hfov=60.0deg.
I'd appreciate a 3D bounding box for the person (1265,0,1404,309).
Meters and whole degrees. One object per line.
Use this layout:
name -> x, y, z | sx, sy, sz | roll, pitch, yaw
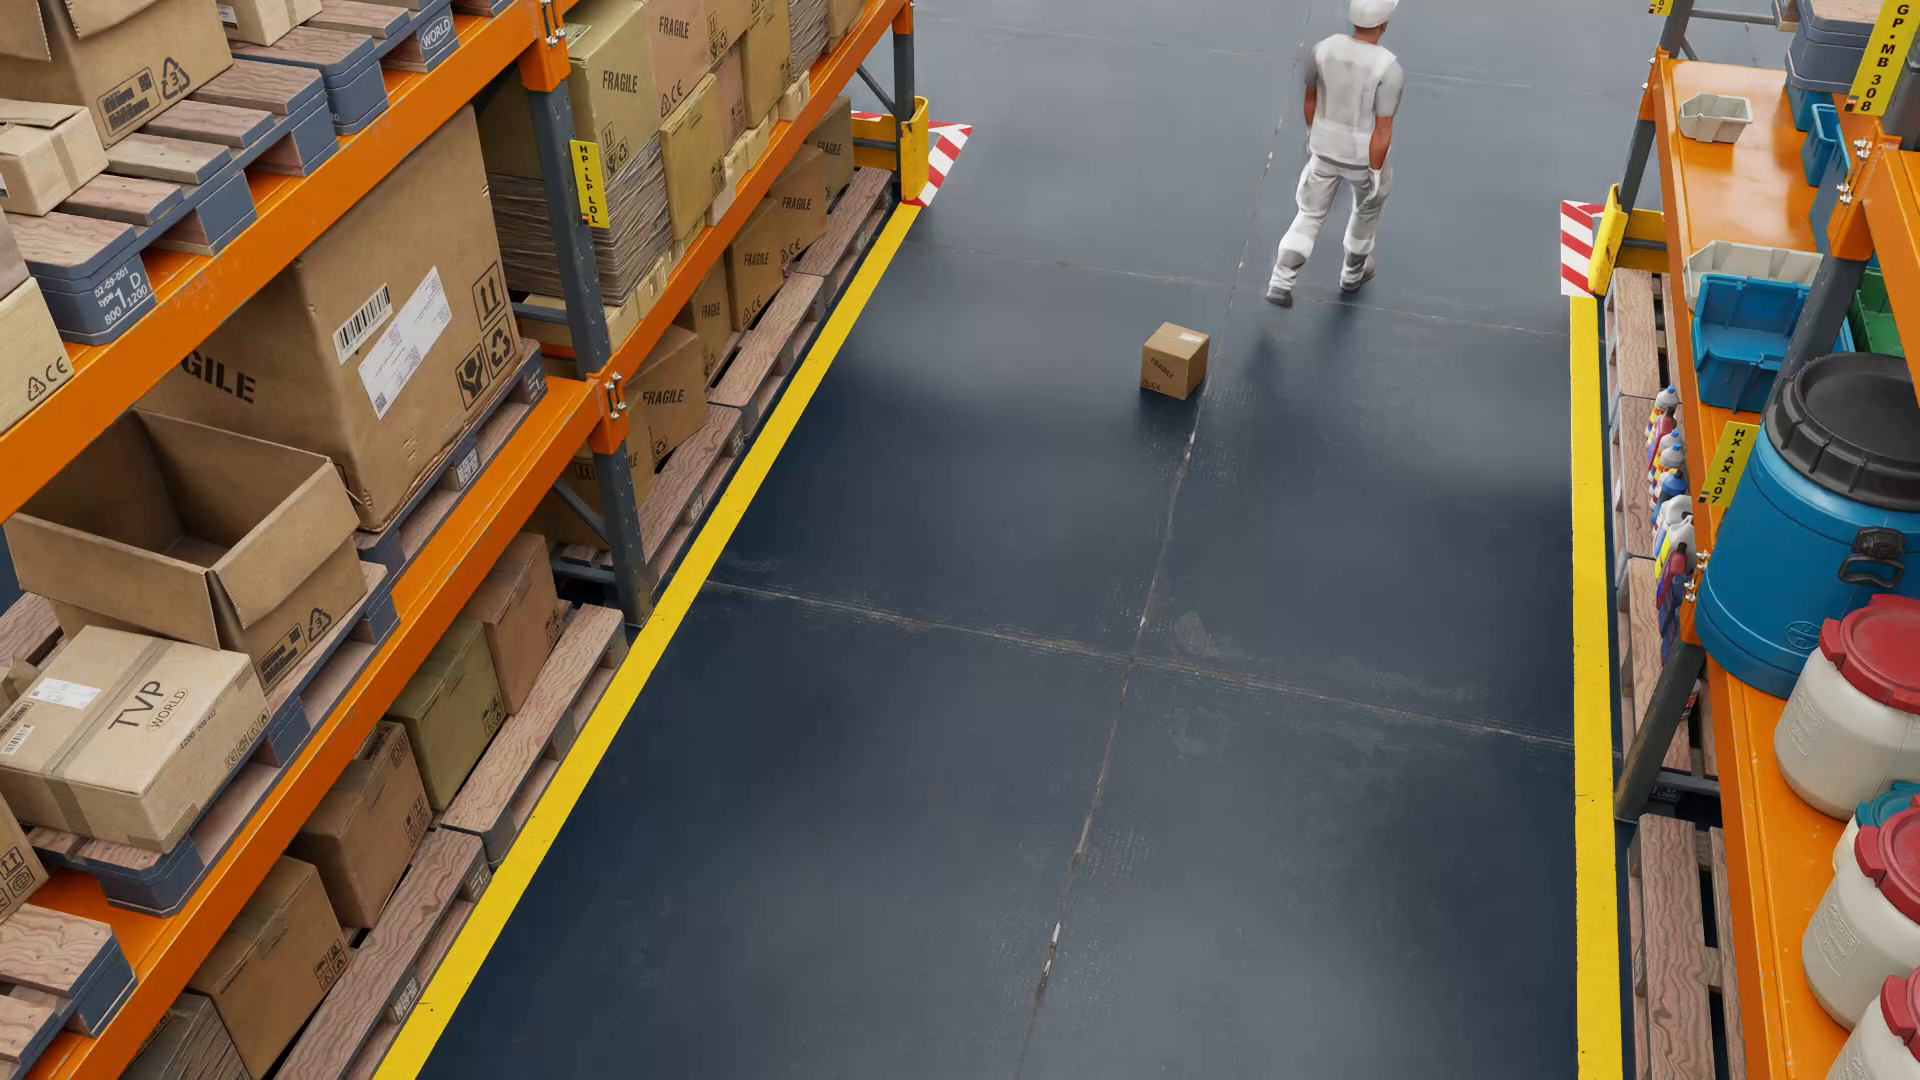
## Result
person -> 1.934, -1.955, 8.408 | 0.532, 1.756, 0.944 | 25, 47, 26
